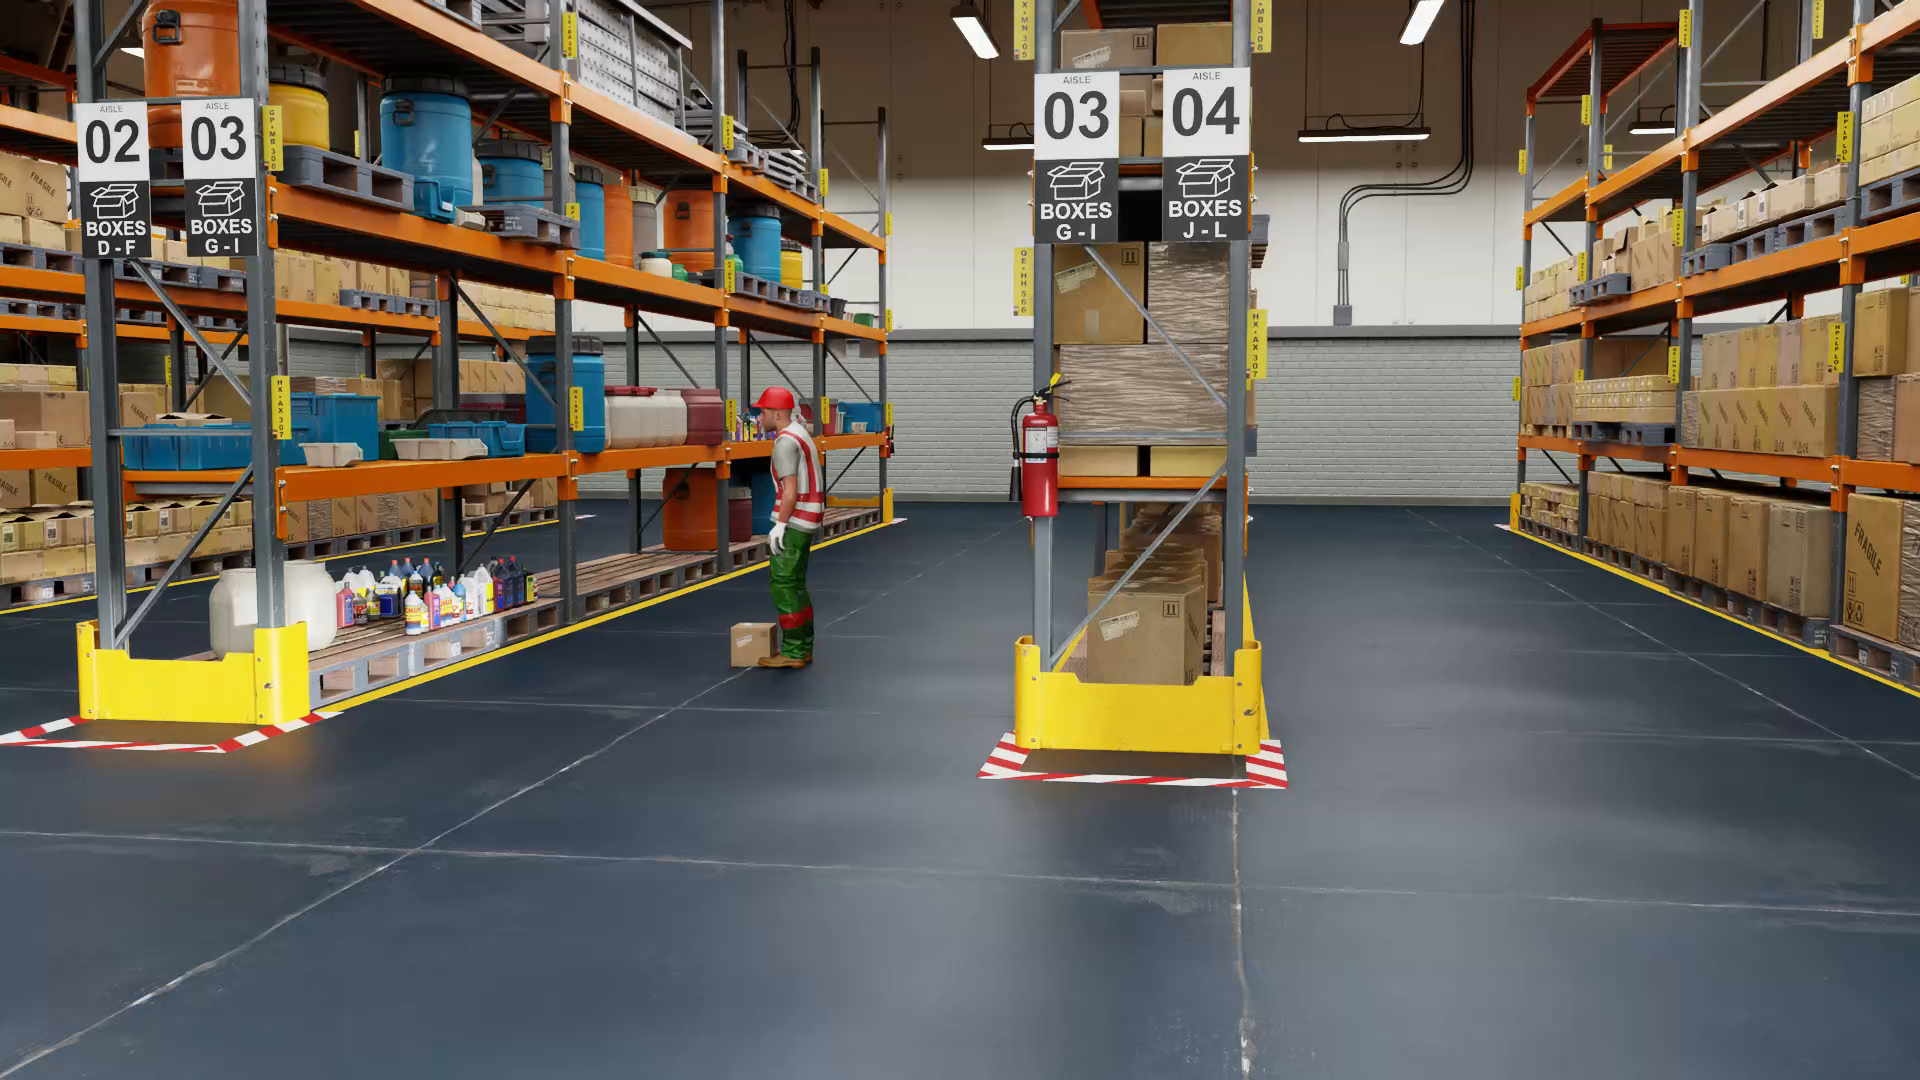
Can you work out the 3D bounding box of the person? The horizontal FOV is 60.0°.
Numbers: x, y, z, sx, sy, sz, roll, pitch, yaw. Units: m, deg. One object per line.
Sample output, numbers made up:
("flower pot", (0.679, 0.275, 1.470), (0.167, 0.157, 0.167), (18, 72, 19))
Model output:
("person", (-1.097, -0.084, 10.583), (0.452, 1.778, 0.613), (0, 4, 5))
